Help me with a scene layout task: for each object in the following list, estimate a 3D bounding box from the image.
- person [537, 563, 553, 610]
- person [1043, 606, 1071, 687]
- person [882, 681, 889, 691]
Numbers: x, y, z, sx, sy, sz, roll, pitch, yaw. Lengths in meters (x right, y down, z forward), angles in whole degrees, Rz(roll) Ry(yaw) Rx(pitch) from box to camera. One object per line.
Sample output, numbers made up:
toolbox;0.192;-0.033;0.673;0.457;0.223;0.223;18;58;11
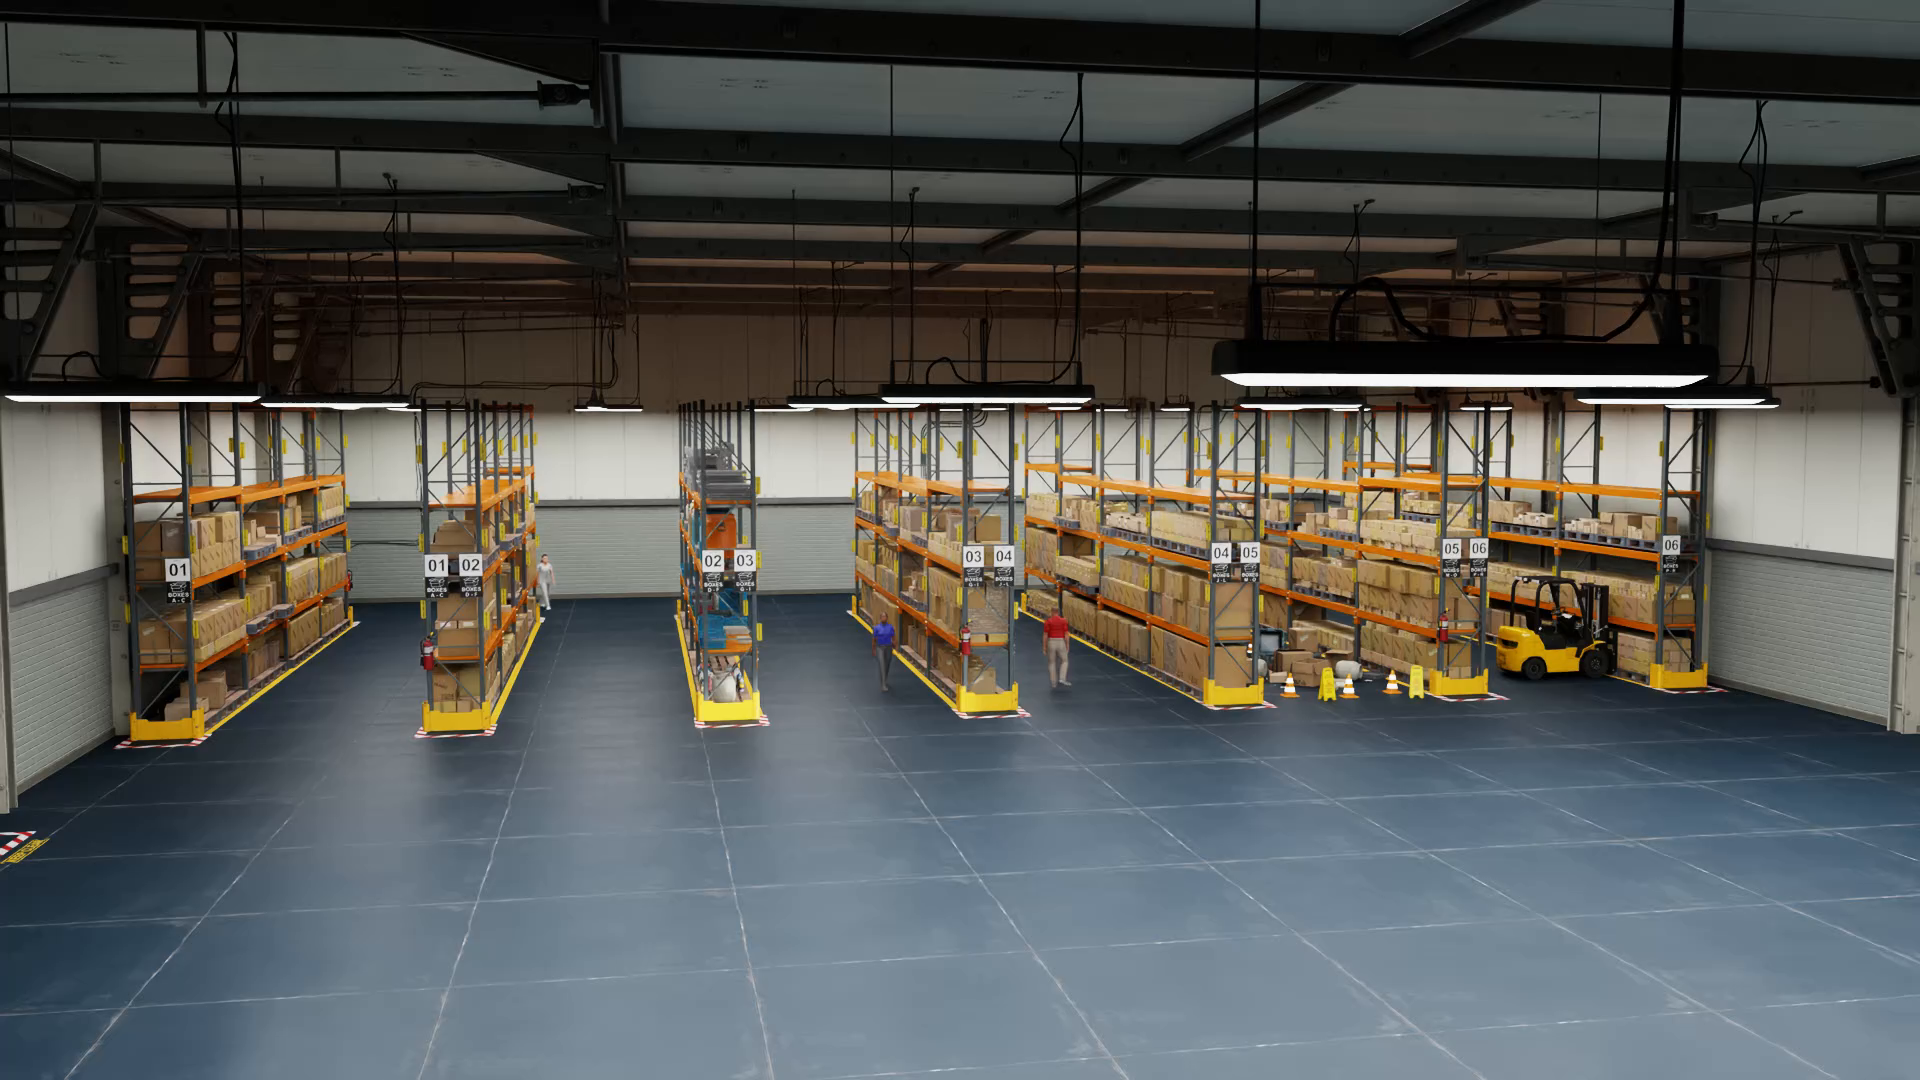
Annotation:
person;-9.305;1.501;45.449;0.988;1.546;9.914;-3;5;-37
person;2.026;2.238;34.847;0.585;1.723;0.562;0;4;-3
person;-1.566;2.956;34.669;0.254;0.268;1.021;-1;4;-14
